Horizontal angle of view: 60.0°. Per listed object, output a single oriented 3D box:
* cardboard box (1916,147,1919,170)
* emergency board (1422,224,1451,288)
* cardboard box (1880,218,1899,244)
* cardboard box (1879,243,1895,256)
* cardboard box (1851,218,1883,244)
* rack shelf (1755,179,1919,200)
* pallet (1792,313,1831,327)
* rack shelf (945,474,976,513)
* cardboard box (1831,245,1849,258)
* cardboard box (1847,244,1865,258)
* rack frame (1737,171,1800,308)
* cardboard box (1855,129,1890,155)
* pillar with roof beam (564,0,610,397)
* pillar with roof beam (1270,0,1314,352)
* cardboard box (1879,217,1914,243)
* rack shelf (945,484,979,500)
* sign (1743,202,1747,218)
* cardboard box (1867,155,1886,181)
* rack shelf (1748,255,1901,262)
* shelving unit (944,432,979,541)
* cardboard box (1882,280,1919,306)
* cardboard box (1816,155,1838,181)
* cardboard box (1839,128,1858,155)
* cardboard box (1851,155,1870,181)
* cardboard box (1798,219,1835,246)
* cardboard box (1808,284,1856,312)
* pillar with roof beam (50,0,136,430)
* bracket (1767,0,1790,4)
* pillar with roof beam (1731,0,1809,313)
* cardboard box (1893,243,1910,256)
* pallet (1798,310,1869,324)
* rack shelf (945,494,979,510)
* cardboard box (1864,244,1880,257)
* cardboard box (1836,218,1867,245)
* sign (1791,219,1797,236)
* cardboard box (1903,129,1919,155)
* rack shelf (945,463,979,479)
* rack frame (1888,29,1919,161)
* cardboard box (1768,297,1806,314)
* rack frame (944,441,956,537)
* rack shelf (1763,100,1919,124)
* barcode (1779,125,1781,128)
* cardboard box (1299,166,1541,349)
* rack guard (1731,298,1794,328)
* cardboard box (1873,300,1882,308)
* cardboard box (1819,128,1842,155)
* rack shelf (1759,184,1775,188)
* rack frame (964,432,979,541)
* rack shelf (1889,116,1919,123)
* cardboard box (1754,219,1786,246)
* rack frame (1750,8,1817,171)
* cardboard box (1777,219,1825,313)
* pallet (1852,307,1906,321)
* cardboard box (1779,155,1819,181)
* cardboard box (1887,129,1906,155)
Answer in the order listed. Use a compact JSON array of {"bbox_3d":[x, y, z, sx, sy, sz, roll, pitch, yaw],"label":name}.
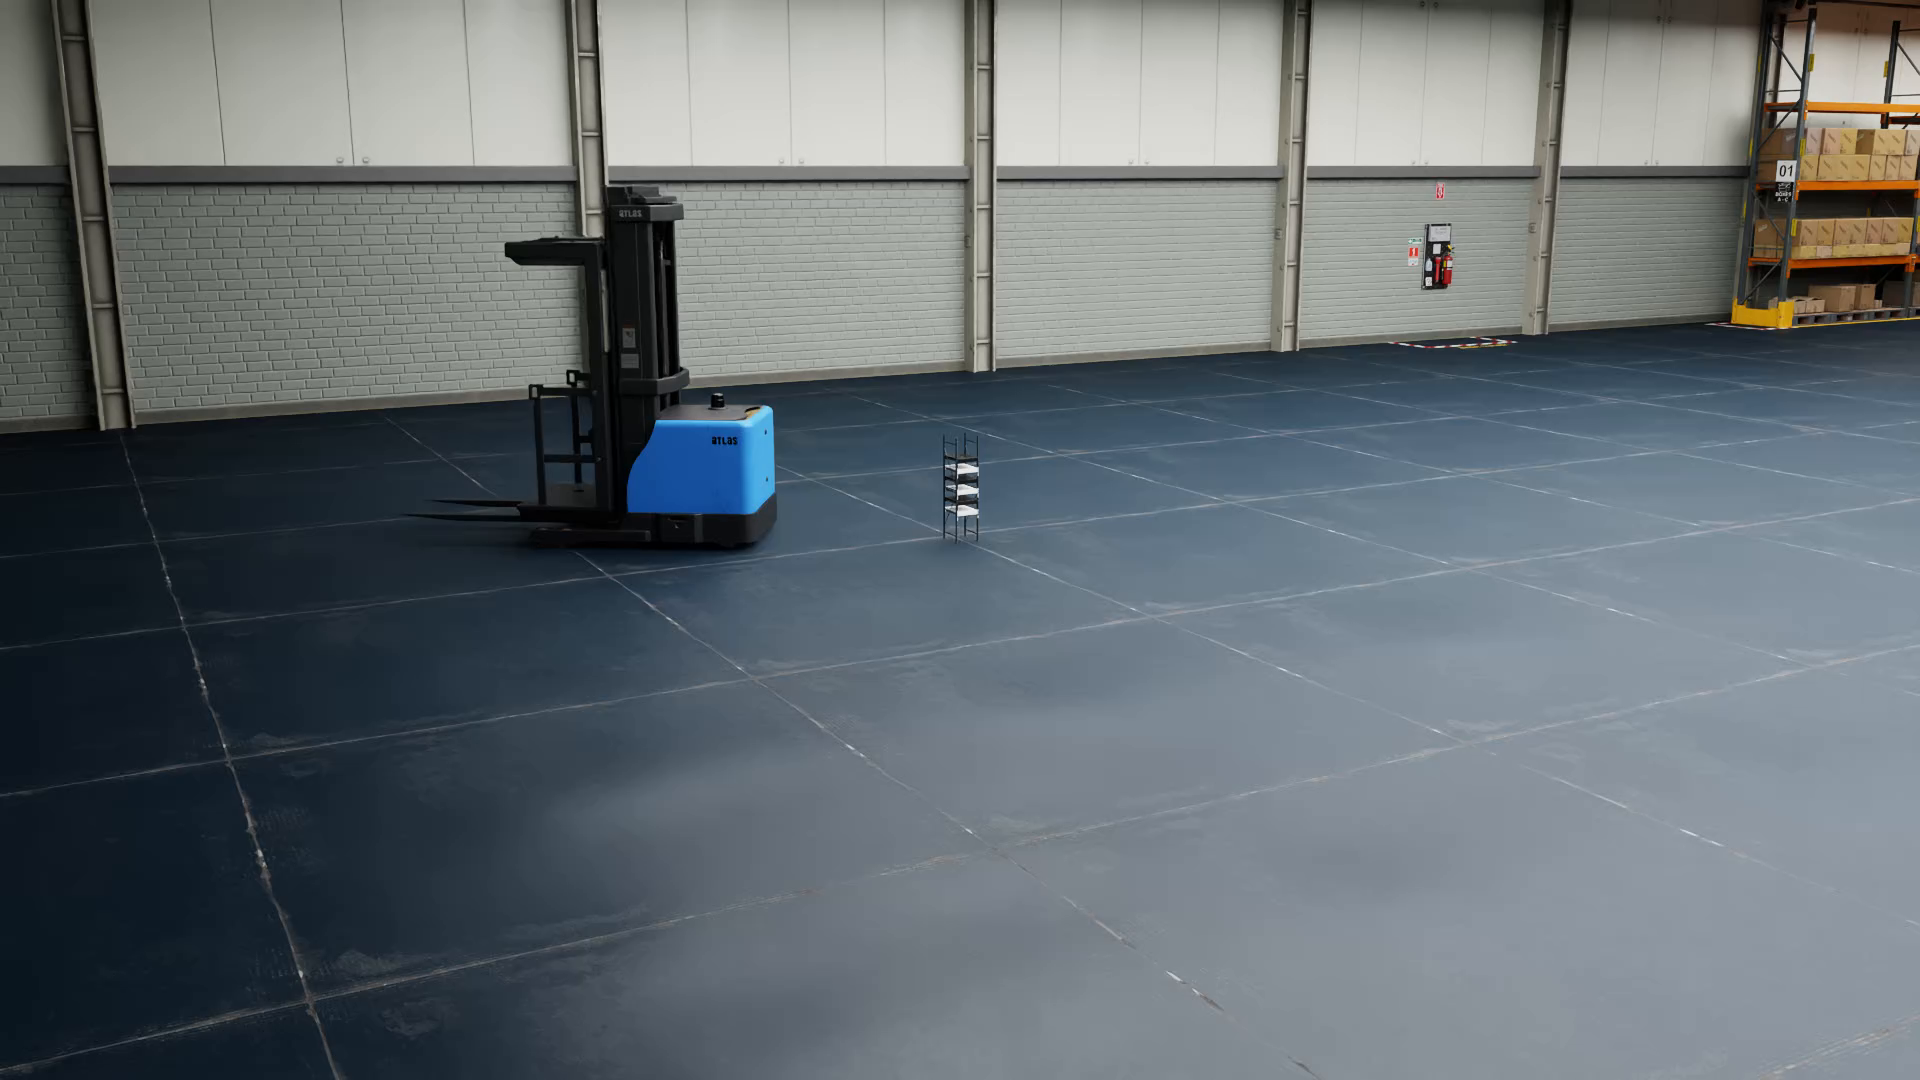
[{"bbox_3d":[19.938,-7.925,34.477,0.500,0.500,0.500,-5,13,-20],"label":"cardboard box"},{"bbox_3d":[8.627,-5.103,29.951,0.585,1.158,0.155,-7,14,-28],"label":"emergency board"},{"bbox_3d":[18.717,-6.306,33.884,0.500,0.500,0.500,-7,14,-28],"label":"cardboard box"},{"bbox_3d":[18.708,-5.944,33.983,0.500,0.250,0.500,-7,14,-28],"label":"cardboard box"},{"bbox_3d":[18.270,-6.255,33.658,0.500,0.500,0.500,-7,15,-29],"label":"cardboard box"},{"bbox_3d":[17.664,-7.068,33.491,4.000,0.370,1.077,-7,14,-28],"label":"rack shelf"},{"bbox_3d":[16.705,-4.472,33.497,1.213,0.211,1.003,-7,14,-28],"label":"pallet"},{"bbox_3d":[0.007,-0.391,14.025,0.190,0.281,0.221,-7,14,-28],"label":"rack shelf"},{"bbox_3d":[17.388,-5.782,33.265,0.500,0.250,0.500,-7,15,-29],"label":"cardboard box"},{"bbox_3d":[17.833,-5.835,33.499,0.500,0.250,0.500,-7,14,-27],"label":"cardboard box"},{"bbox_3d":[15.909,-5.745,32.806,0.127,3.000,1.000,-7,14,-28],"label":"rack frame"},{"bbox_3d":[18.180,-7.954,33.239,0.500,0.500,0.500,-7,15,-30],"label":"cardboard box"},{"bbox_3d":[-2.894,-5.558,18.310,0.400,9.000,9.100,-7,14,-28],"label":"pillar with roof beam"},{"bbox_3d":[7.638,-6.820,23.919,0.400,9.000,9.100,-7,14,-28],"label":"pillar with roof beam"},{"bbox_3d":[19.153,-6.359,34.122,0.500,0.500,0.500,-7,14,-28],"label":"cardboard box"},{"bbox_3d":[0.007,-0.407,14.021,0.200,0.077,0.258,-7,14,-28],"label":"rack shelf"},{"bbox_3d":[25.773,-5.995,26.807,11.725,1.973,20.841,-7,14,-28],"label":"sign"},{"bbox_3d":[18.176,-7.471,33.369,0.500,0.500,0.500,-7,15,-30],"label":"cardboard box"},{"bbox_3d":[17.664,-5.735,33.791,3.809,0.052,0.919,-7,14,-28],"label":"rack shelf"},{"bbox_3d":[0.008,-0.440,14.015,0.208,0.900,0.258,-7,14,-28],"label":"shelving unit"},{"bbox_3d":[20.058,-5.242,35.260,0.500,0.500,0.700,-6,14,-26],"label":"cardboard box"},{"bbox_3d":[16.810,-7.304,32.626,0.500,0.500,0.500,-6,14,-24],"label":"cardboard box"},{"bbox_3d":[17.272,-7.848,32.766,0.500,0.500,0.500,-6,14,-26],"label":"cardboard box"},{"bbox_3d":[17.724,-7.420,33.141,0.500,0.500,0.500,-6,14,-24],"label":"cardboard box"},{"bbox_3d":[16.910,-6.090,32.926,0.500,0.500,0.500,-7,14,-28],"label":"cardboard box"},{"bbox_3d":[17.727,-4.923,33.845,0.500,0.500,0.700,-8,15,-31],"label":"cardboard box"},{"bbox_3d":[-8.161,-4.927,15.505,0.400,9.000,9.100,-7,14,-28],"label":"pillar with roof beam"},{"bbox_3d":[15.914,-10.556,32.322,0.430,0.232,0.235,-7,14,-28],"label":"bracket"},{"bbox_3d":[18.171,-8.083,29.529,0.548,9.000,9.100,-7,14,-28],"label":"pillar with roof beam"},{"bbox_3d":[19.149,-5.994,34.209,0.500,0.250,0.500,-7,14,-28],"label":"cardboard box"},{"bbox_3d":[17.775,-4.599,34.064,1.213,0.211,1.003,-7,14,-28],"label":"pallet"},{"bbox_3d":[0.007,-0.320,14.041,0.200,0.077,0.258,-7,14,-28],"label":"rack shelf"},{"bbox_3d":[18.274,-5.888,33.735,0.500,0.250,0.500,-7,14,-28],"label":"cardboard box"},{"bbox_3d":[17.814,-6.200,33.414,0.500,0.500,0.500,-6,14,-26],"label":"cardboard box"},{"bbox_3d":[16.169,-6.063,32.247,0.005,0.325,0.100,-7,14,-28],"label":"sign"},{"bbox_3d":[19.110,-8.071,33.757,0.550,0.500,0.550,-7,14,-27],"label":"cardboard box"},{"bbox_3d":[0.007,-0.583,13.982,0.200,0.077,0.258,-7,14,-28],"label":"rack shelf"},{"bbox_3d":[19.421,-9.092,34.014,0.053,2.616,0.949,-7,14,-28],"label":"rack frame"},{"bbox_3d":[16.559,-4.704,33.299,0.500,0.311,0.500,-9,15,-34],"label":"cardboard box"},{"bbox_3d":[-0.082,-0.429,13.966,0.003,0.785,0.228,-7,14,-28],"label":"rack frame"},{"bbox_3d":[17.664,-8.530,33.162,4.000,0.370,1.077,-7,14,-28],"label":"rack shelf"},{"bbox_3d":[16.292,-8.209,33.050,0.075,0.075,0.001,-7,14,-28],"label":"barcode"},{"bbox_3d":[17.589,-3.166,20.555,14.073,3.347,25.570,-7,14,-27],"label":"cardboard box"},{"bbox_3d":[15.975,-4.534,33.116,0.348,0.500,1.175,-7,14,-28],"label":"rack guard"},{"bbox_3d":[18.964,-4.936,34.663,0.250,0.166,0.380,-9,16,-35],"label":"cardboard box"},{"bbox_3d":[16.828,-7.792,32.517,0.500,0.500,0.500,-7,14,-29],"label":"cardboard box"},{"bbox_3d":[17.664,-7.138,33.475,3.687,0.071,0.831,-7,14,-28],"label":"rack shelf"},{"bbox_3d":[0.096,-0.451,14.062,0.006,0.900,0.240,-7,14,-28],"label":"rack frame"},{"bbox_3d":[21.175,-8.853,35.054,3.809,0.124,0.919,-7,14,-28],"label":"rack shelf"},{"bbox_3d":[16.220,-6.138,33.140,0.500,0.500,0.500,-7,14,-28],"label":"cardboard box"},{"bbox_3d":[15.909,-8.672,32.147,0.127,3.000,1.000,-7,14,-28],"label":"rack frame"},{"bbox_3d":[16.760,-5.445,33.112,1.284,1.840,0.795,-6,14,-23],"label":"cardboard box"},{"bbox_3d":[18.847,-4.728,34.638,1.213,0.211,1.003,-7,14,-28],"label":"pallet"},{"bbox_3d":[16.322,-7.254,32.406,0.500,0.500,0.500,-6,14,-26],"label":"cardboard box"},{"bbox_3d":[25.642,-5.667,26.837,7.127,2.151,19.182,-6,14,-25],"label":"cardboard box"}]
